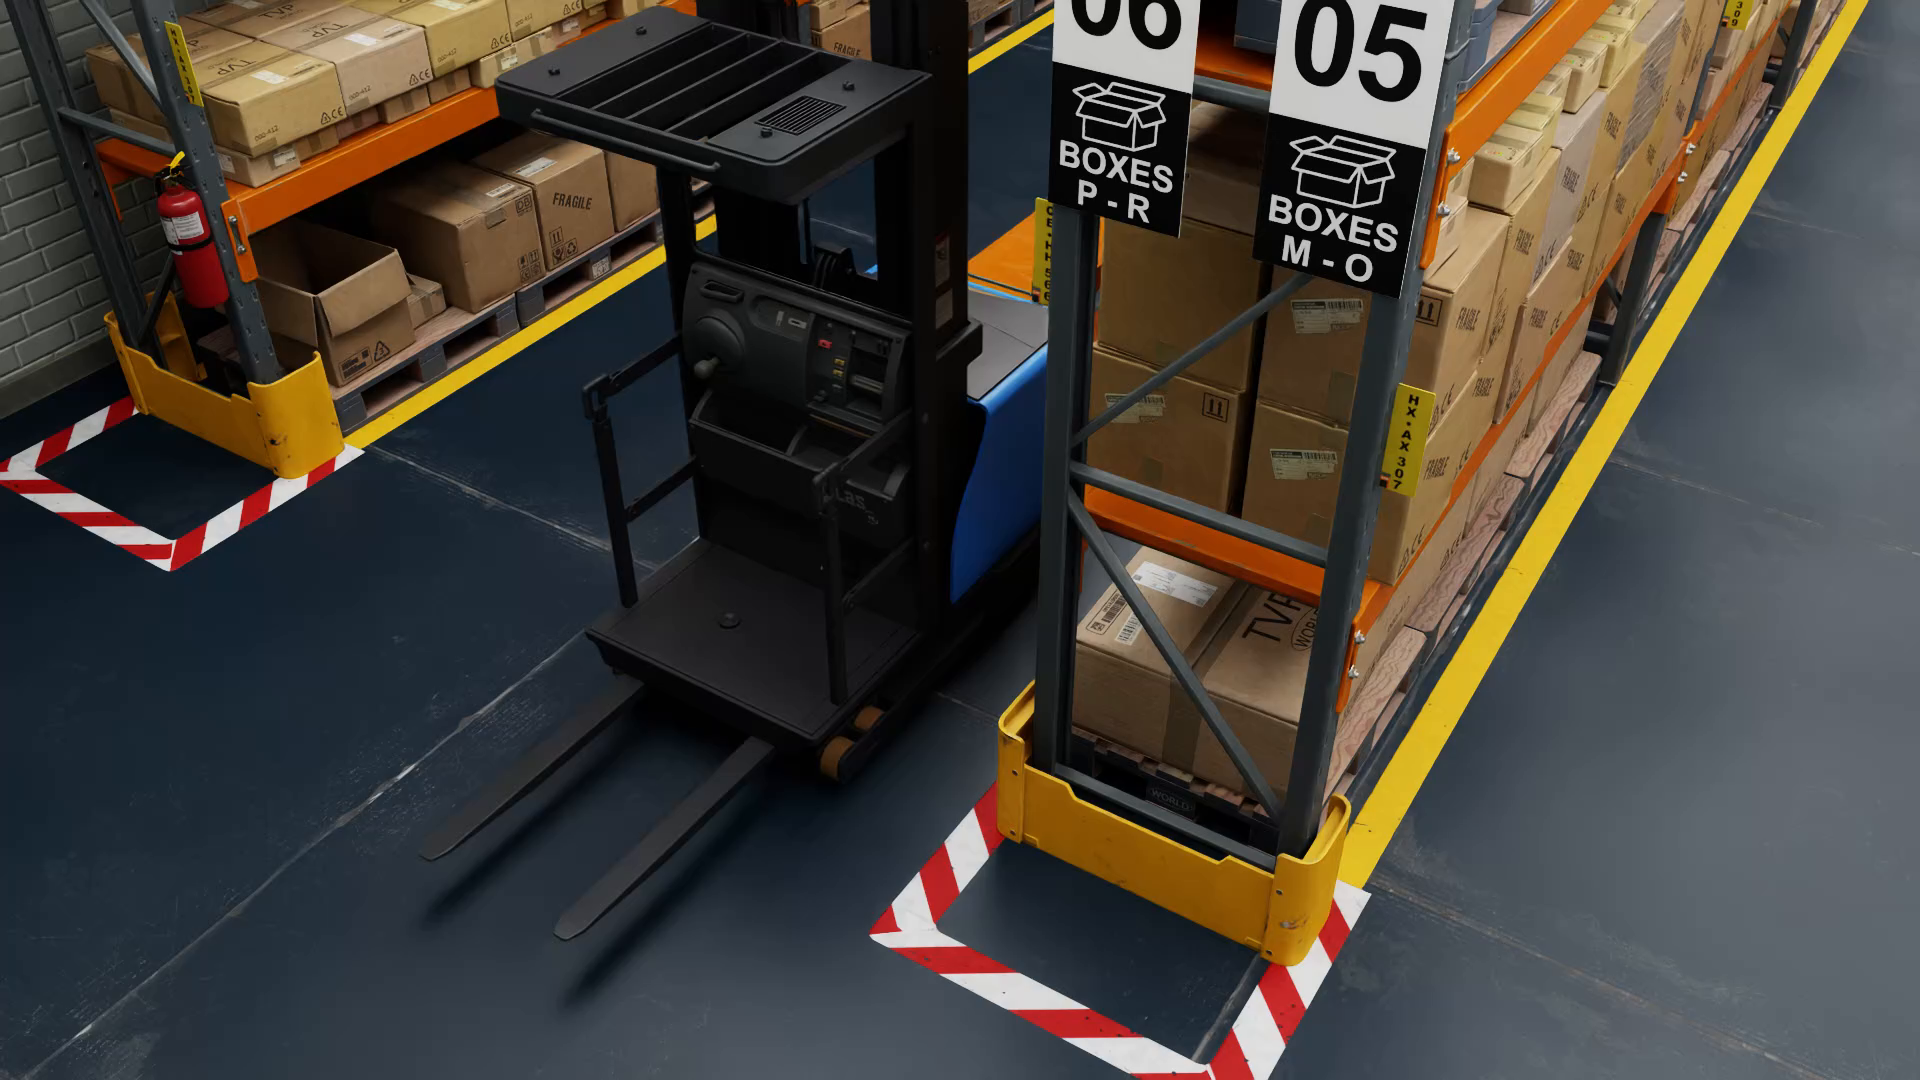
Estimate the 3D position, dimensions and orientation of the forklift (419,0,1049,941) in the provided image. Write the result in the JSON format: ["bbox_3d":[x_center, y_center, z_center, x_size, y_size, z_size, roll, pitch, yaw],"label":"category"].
[{"bbox_3d":[-0.701,-0.605,5.634,1.130,2.935,3.031,22,43,25],"label":"forklift"}]

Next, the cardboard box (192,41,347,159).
[{"bbox_3d":[-3.018,-1.895,7.130,0.500,0.250,0.500,21,42,25],"label":"cardboard box"}]

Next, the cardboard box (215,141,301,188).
[{"bbox_3d":[-3.081,-1.671,7.166,0.380,0.149,0.250,21,42,25],"label":"cardboard box"}]

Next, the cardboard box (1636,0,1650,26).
[{"bbox_3d":[2.213,-1.922,5.854,0.380,0.149,0.250,20,42,24],"label":"cardboard box"}]

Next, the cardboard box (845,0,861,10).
[{"bbox_3d":[-0.846,-3.452,10.443,0.380,0.149,0.250,20,42,24],"label":"cardboard box"}]

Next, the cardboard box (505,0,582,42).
[{"bbox_3d":[-2.224,-2.688,8.159,0.500,0.250,0.500,20,42,24],"label":"cardboard box"}]

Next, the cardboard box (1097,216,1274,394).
[{"bbox_3d":[0.761,-0.831,4.970,0.500,0.500,0.500,23,43,27],"label":"cardboard box"}]

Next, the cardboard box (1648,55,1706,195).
[{"bbox_3d":[2.815,-1.848,7.108,0.500,0.500,0.500,22,43,26],"label":"cardboard box"}]

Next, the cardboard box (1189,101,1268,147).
[{"bbox_3d":[0.843,-1.150,4.853,0.380,0.149,0.250,22,43,26],"label":"cardboard box"}]

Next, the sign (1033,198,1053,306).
[{"bbox_3d":[0.253,-0.806,4.696,0.100,0.325,0.005,21,42,25],"label":"sign"}]

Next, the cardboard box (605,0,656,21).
[{"bbox_3d":[-1.820,-2.856,8.703,0.380,0.149,0.250,21,42,24],"label":"cardboard box"}]

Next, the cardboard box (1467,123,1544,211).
[{"bbox_3d":[1.445,-1.109,4.799,0.380,0.149,0.250,23,43,26],"label":"cardboard box"}]

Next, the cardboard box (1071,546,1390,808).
[{"bbox_3d":[0.973,0.407,6.020,0.875,0.438,0.875,20,42,24],"label":"cardboard box"}]

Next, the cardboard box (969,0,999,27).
[{"bbox_3d":[-0.066,-3.904,11.560,0.500,0.500,0.500,20,42,24],"label":"cardboard box"}]

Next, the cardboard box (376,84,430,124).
[{"bbox_3d":[-2.685,-2.074,7.689,0.380,0.149,0.250,23,43,26],"label":"cardboard box"}]

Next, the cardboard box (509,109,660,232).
[{"bbox_3d":[-2.034,-2.114,9.239,0.700,0.500,0.500,20,42,23],"label":"cardboard box"}]

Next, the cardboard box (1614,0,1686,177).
[{"bbox_3d":[2.284,-1.708,6.108,0.500,0.500,0.500,22,43,26],"label":"cardboard box"}]

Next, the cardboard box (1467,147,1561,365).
[{"bbox_3d":[1.473,-0.927,5.095,0.500,0.500,0.500,20,42,24],"label":"cardboard box"}]

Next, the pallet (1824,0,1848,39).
[{"bbox_3d":[6.065,-4.117,12.418,1.003,0.211,1.213,21,42,25],"label":"pallet"}]

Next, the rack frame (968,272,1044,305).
[{"bbox_3d":[0.131,-0.694,7.229,0.500,1.125,0.032,22,43,25],"label":"rack frame"}]

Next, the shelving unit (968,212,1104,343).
[{"bbox_3d":[0.407,-0.955,7.567,0.538,1.125,1.048,22,43,25],"label":"shelving unit"}]

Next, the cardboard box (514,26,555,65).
[{"bbox_3d":[-2.225,-2.461,8.191,0.380,0.149,0.250,22,43,26],"label":"cardboard box"}]

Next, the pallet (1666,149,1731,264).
[{"bbox_3d":[3.850,-2.080,9.776,1.003,0.211,1.213,21,42,25],"label":"pallet"}]

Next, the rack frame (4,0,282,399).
[{"bbox_3d":[-3.489,-1.690,6.986,1.000,3.000,0.127,21,42,25],"label":"rack frame"}]

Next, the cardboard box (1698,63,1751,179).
[{"bbox_3d":[4.069,-2.730,9.731,0.875,0.875,0.875,22,43,26],"label":"cardboard box"}]

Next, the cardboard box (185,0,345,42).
[{"bbox_3d":[-3.189,-2.338,7.705,0.500,0.250,0.500,21,42,25],"label":"cardboard box"}]

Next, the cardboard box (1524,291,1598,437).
[{"bbox_3d":[2.420,-0.994,7.837,0.875,0.438,0.875,21,42,24],"label":"cardboard box"}]

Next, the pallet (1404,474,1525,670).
[{"bbox_3d":[1.721,-0.028,7.114,1.003,0.211,1.213,21,42,25],"label":"pallet"}]

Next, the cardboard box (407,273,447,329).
[{"bbox_3d":[-2.821,-1.218,8.365,0.380,0.149,0.250,19,42,23],"label":"cardboard box"}]

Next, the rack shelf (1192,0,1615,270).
[{"bbox_3d":[1.776,-2.003,5.524,1.077,0.370,4.000,21,42,25],"label":"rack shelf"}]

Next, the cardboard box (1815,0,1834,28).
[{"bbox_3d":[5.690,-3.990,11.777,0.950,0.372,0.625,20,42,24],"label":"cardboard box"}]

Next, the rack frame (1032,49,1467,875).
[{"bbox_3d":[0.704,-0.069,4.882,1.000,3.000,0.127,21,42,25],"label":"rack frame"}]

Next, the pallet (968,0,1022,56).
[{"bbox_3d":[-0.289,-3.711,11.891,1.003,0.211,1.213,21,42,25],"label":"pallet"}]

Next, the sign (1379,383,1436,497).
[{"bbox_3d":[1.170,-0.258,4.354,0.100,0.325,0.005,21,42,25],"label":"sign"}]

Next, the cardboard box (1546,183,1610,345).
[{"bbox_3d":[1.993,-1.052,6.076,0.500,0.500,0.500,23,43,27],"label":"cardboard box"}]

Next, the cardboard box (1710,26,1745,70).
[{"bbox_3d":[3.321,-2.404,7.625,0.500,0.250,0.500,20,42,24],"label":"cardboard box"}]

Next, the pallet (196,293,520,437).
[{"bbox_3d":[-3.022,-1.036,8.422,1.003,0.211,1.213,21,42,25],"label":"pallet"}]

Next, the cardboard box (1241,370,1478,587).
[{"bbox_3d":[1.204,-0.262,5.051,0.500,0.500,0.500,21,42,25],"label":"cardboard box"}]

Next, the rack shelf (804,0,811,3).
[{"bbox_3d":[-0.274,-4.499,11.218,1.077,0.370,4.000,21,42,25],"label":"rack shelf"}]

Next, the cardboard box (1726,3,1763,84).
[{"bbox_3d":[3.582,-2.479,8.132,0.500,0.250,0.500,20,42,24],"label":"cardboard box"}]

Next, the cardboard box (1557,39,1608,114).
[{"bbox_3d":[1.836,-1.518,5.330,0.380,0.149,0.250,22,43,26],"label":"cardboard box"}]
